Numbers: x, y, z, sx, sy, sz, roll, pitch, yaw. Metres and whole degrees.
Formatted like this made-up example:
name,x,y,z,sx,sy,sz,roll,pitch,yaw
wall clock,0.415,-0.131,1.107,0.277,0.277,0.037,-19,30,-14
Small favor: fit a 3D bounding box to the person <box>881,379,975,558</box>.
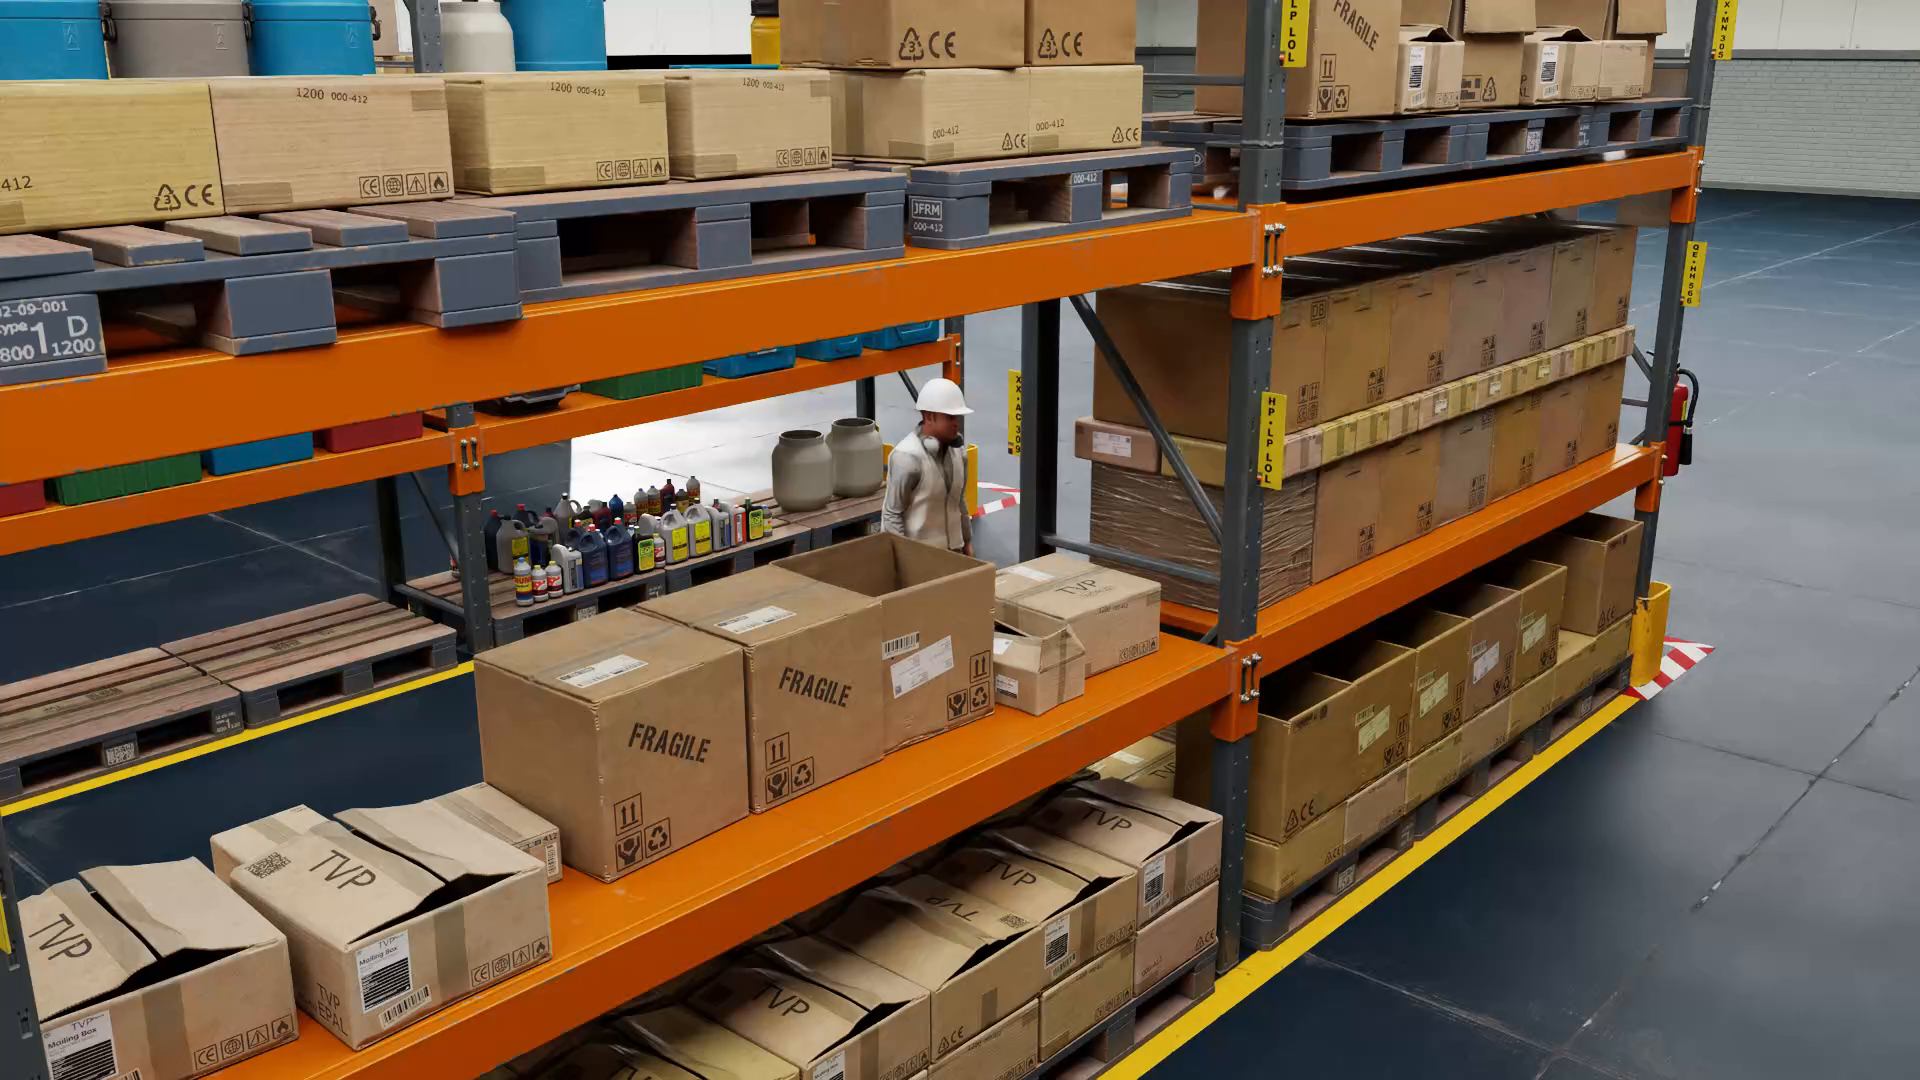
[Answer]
name,x,y,z,sx,sy,sz,roll,pitch,yaw
person,-0.147,0.071,8.264,0.460,1.770,0.590,13,21,38
